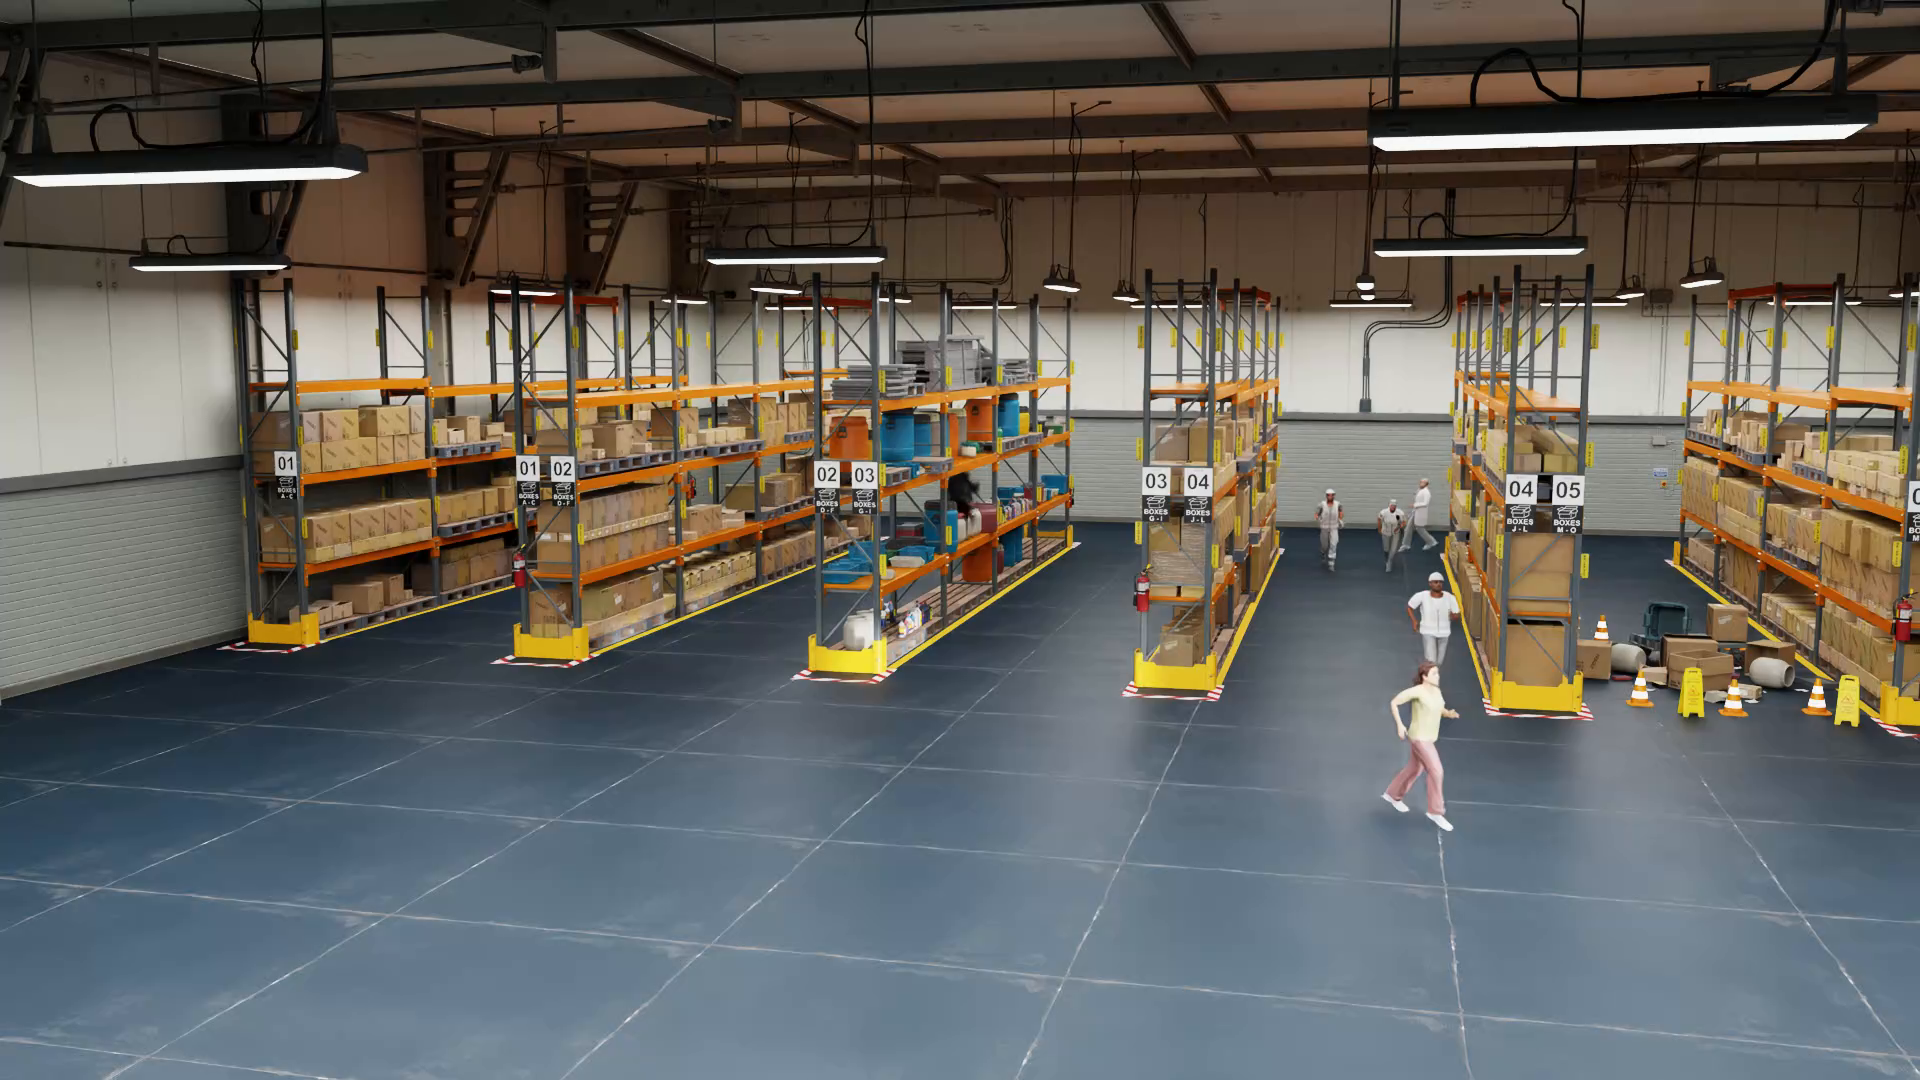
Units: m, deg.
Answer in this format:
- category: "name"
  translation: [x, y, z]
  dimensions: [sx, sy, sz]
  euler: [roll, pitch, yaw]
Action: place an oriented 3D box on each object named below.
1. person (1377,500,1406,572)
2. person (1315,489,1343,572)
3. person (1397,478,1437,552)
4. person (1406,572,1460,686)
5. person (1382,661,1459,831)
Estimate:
- category: "person"
  translation: [9.392, -0.102, 36.218]
  dimensions: [0.597, 1.605, 0.733]
  euler: [1, 7, 9]
- category: "person"
  translation: [8.067, -0.247, 36.370]
  dimensions: [0.633, 1.777, 0.984]
  euler: [1, 7, 7]
- category: "person"
  translation: [10.844, -0.584, 39.241]
  dimensions: [0.983, 1.775, 0.720]
  euler: [-1, 7, -6]
- category: "person"
  translation: [6.617, 1.355, 23.172]
  dimensions: [0.673, 1.827, 0.729]
  euler: [0, 7, -2]
- category: "person"
  translation: [4.784, 2.097, 17.294]
  dimensions: [0.843, 1.715, 0.547]
  euler: [6, 9, 42]
